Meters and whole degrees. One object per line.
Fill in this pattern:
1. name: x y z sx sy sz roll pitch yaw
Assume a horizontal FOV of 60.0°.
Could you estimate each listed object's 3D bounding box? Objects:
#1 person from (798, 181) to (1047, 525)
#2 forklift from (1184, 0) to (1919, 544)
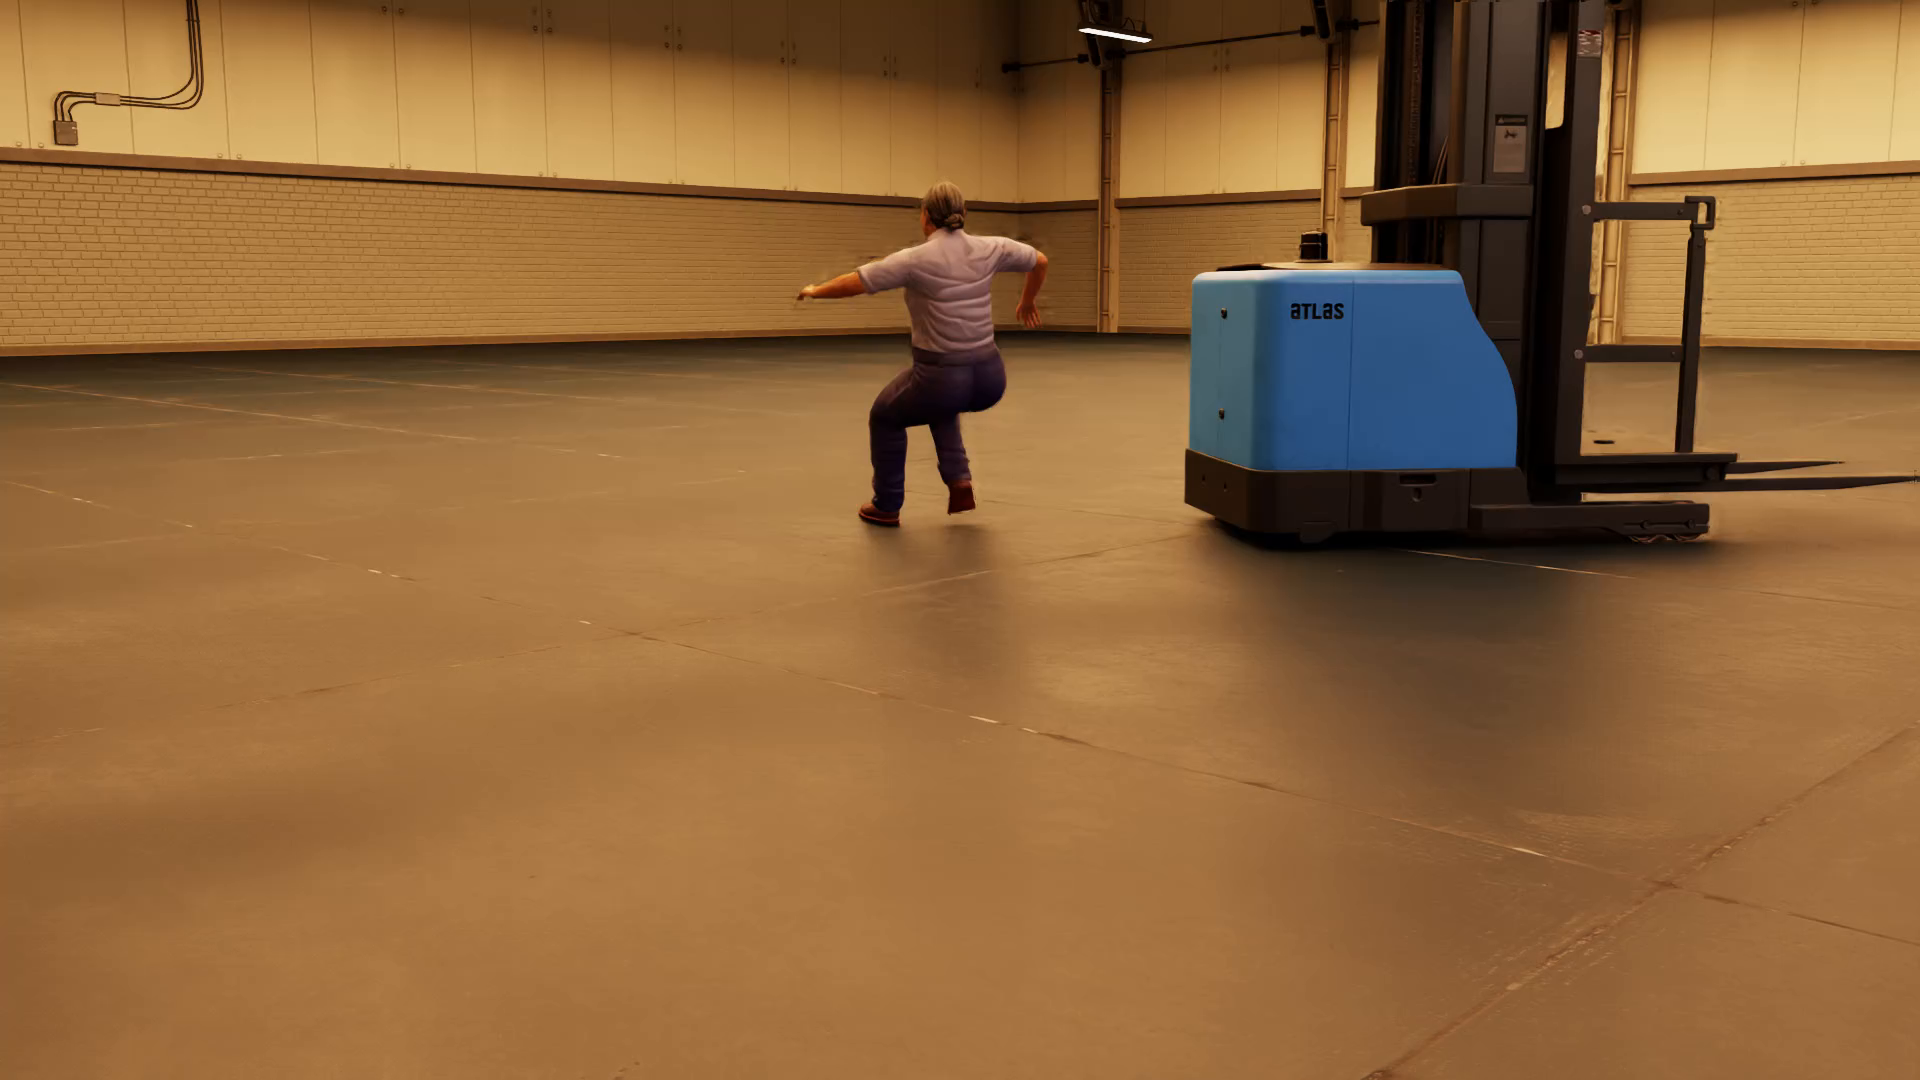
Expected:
1. person: -0.137 -0.760 6.976 0.995 1.413 0.802 -6 10 -34
2. forklift: 2.550 -1.511 6.907 3.031 2.935 1.130 -1 9 -8
